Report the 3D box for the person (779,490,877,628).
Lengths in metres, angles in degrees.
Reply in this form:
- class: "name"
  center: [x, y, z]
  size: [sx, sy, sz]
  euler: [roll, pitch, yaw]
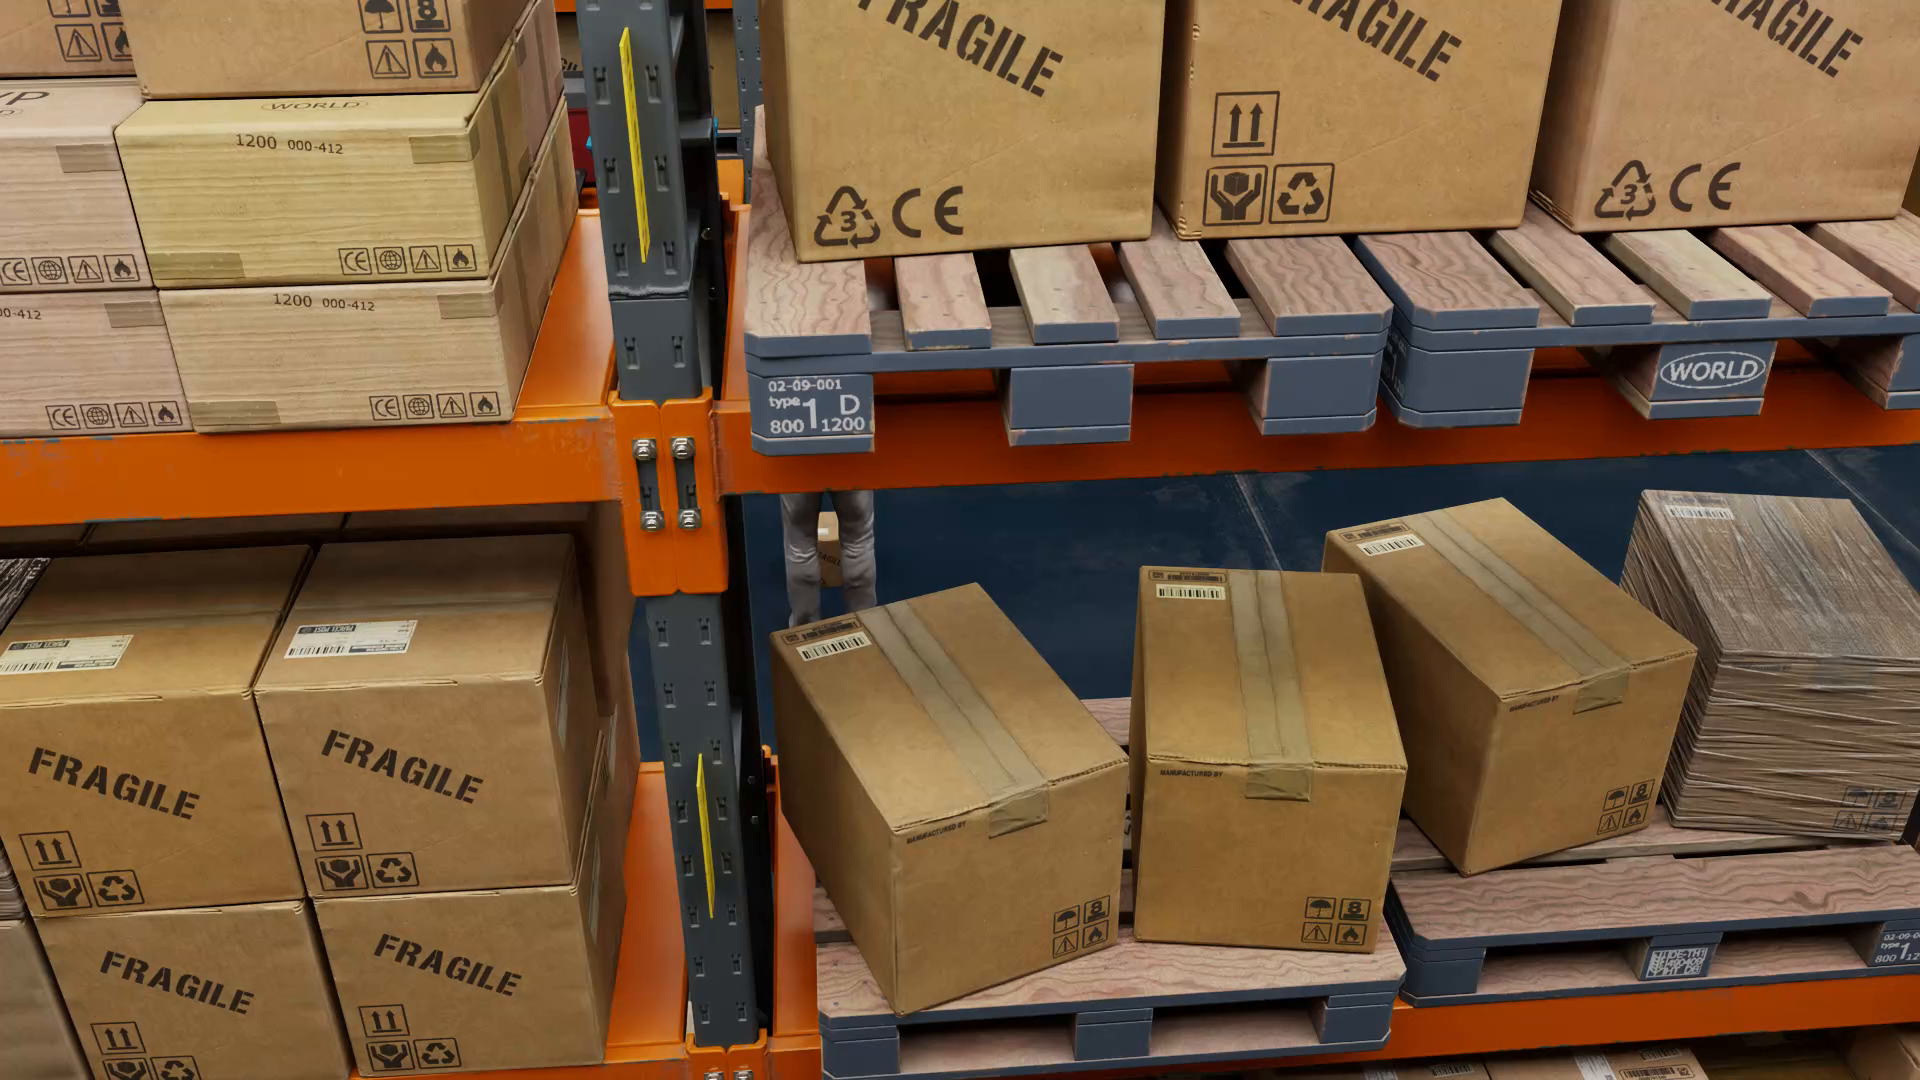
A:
- class: "person"
  center: [-0.562, -0.349, 6.694]
  size: [0.565, 1.763, 0.358]
  euler: [-2, 31, -3]
